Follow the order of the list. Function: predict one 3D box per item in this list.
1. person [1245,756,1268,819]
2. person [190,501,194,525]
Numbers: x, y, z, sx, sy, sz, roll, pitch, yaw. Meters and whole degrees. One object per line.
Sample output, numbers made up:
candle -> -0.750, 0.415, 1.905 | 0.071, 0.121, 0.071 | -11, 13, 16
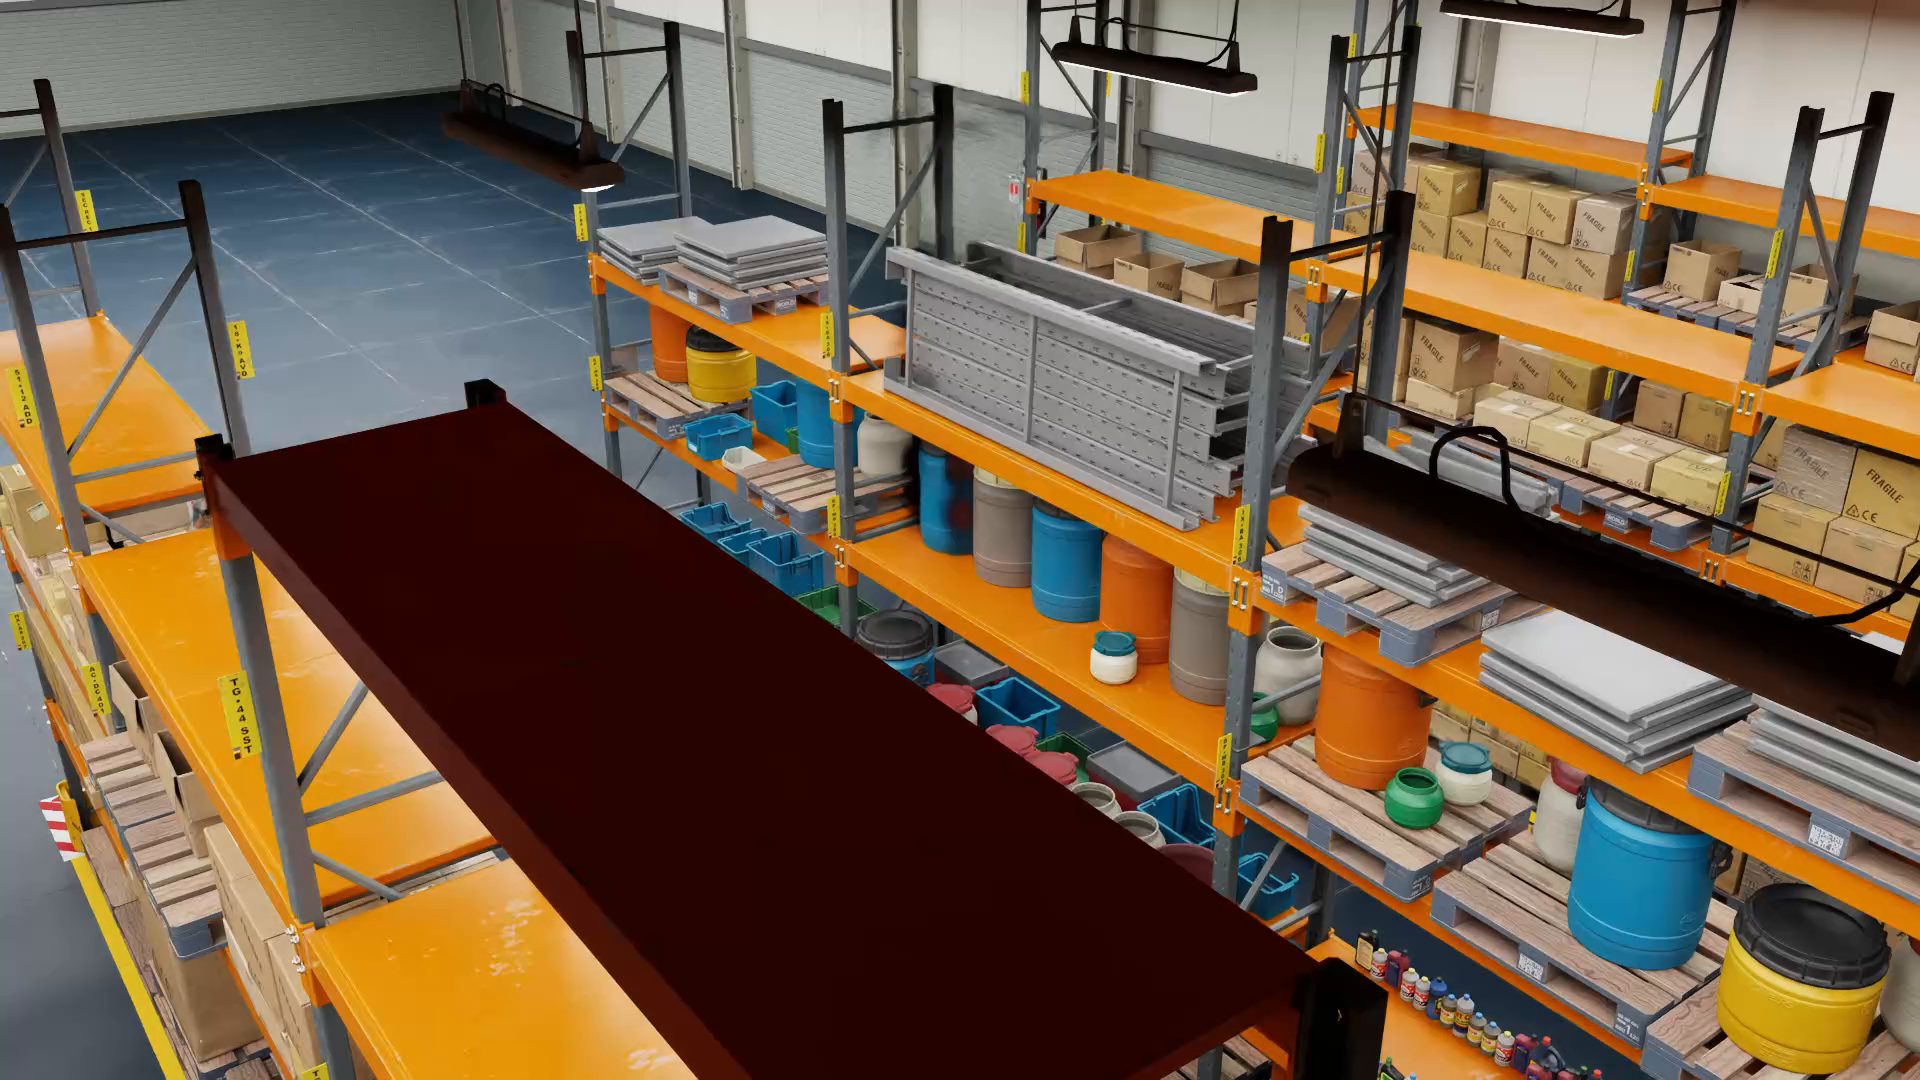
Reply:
person -> 2.482, 1.707, 13.406 | 0.655, 1.526, 0.892 | -17, 30, -33
person -> -7.690, -0.138, 16.325 | 0.321, 0.562, 0.410 | -4, 25, -8
